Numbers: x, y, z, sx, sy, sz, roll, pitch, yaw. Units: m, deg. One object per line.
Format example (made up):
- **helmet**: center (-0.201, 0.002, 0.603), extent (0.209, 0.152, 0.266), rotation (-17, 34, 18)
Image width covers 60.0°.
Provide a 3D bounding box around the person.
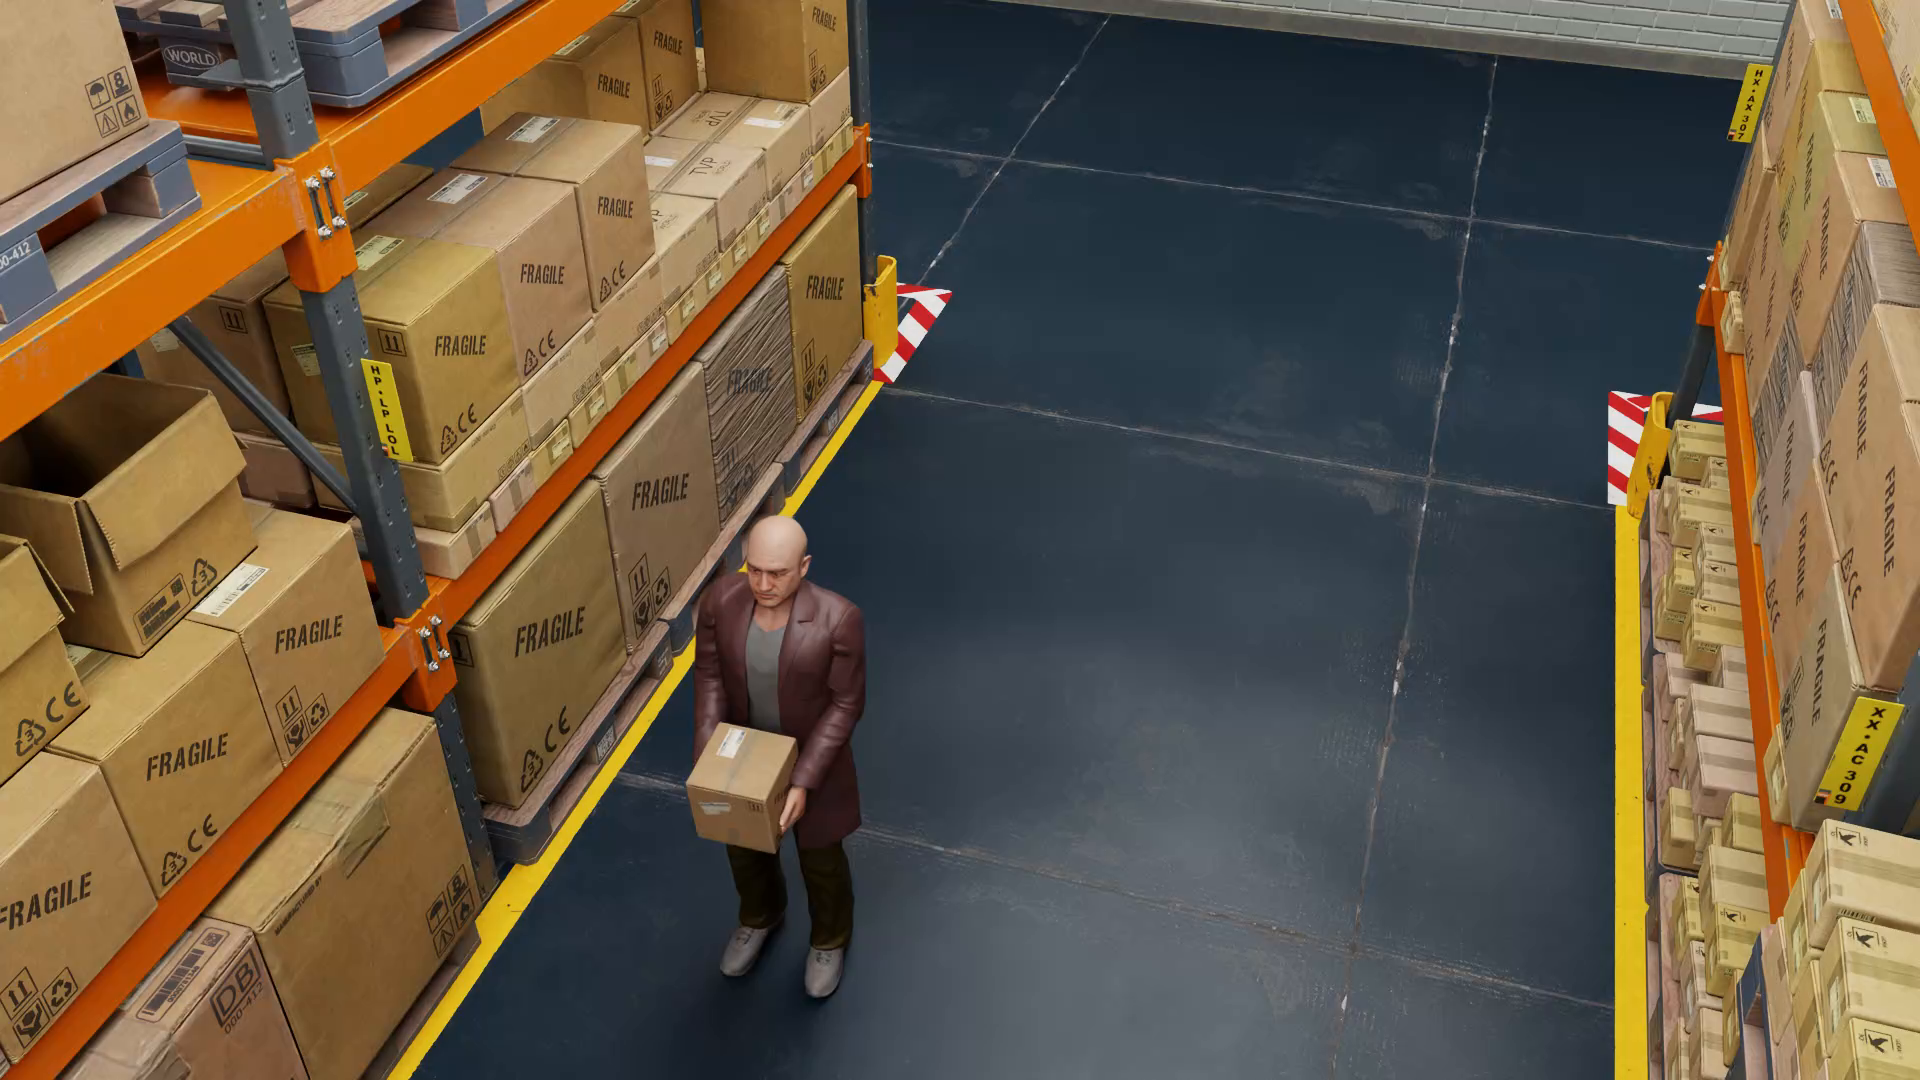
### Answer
- **person**: center (-0.580, 0.736, 5.163), extent (0.554, 1.781, 0.527), rotation (10, 38, 14)
